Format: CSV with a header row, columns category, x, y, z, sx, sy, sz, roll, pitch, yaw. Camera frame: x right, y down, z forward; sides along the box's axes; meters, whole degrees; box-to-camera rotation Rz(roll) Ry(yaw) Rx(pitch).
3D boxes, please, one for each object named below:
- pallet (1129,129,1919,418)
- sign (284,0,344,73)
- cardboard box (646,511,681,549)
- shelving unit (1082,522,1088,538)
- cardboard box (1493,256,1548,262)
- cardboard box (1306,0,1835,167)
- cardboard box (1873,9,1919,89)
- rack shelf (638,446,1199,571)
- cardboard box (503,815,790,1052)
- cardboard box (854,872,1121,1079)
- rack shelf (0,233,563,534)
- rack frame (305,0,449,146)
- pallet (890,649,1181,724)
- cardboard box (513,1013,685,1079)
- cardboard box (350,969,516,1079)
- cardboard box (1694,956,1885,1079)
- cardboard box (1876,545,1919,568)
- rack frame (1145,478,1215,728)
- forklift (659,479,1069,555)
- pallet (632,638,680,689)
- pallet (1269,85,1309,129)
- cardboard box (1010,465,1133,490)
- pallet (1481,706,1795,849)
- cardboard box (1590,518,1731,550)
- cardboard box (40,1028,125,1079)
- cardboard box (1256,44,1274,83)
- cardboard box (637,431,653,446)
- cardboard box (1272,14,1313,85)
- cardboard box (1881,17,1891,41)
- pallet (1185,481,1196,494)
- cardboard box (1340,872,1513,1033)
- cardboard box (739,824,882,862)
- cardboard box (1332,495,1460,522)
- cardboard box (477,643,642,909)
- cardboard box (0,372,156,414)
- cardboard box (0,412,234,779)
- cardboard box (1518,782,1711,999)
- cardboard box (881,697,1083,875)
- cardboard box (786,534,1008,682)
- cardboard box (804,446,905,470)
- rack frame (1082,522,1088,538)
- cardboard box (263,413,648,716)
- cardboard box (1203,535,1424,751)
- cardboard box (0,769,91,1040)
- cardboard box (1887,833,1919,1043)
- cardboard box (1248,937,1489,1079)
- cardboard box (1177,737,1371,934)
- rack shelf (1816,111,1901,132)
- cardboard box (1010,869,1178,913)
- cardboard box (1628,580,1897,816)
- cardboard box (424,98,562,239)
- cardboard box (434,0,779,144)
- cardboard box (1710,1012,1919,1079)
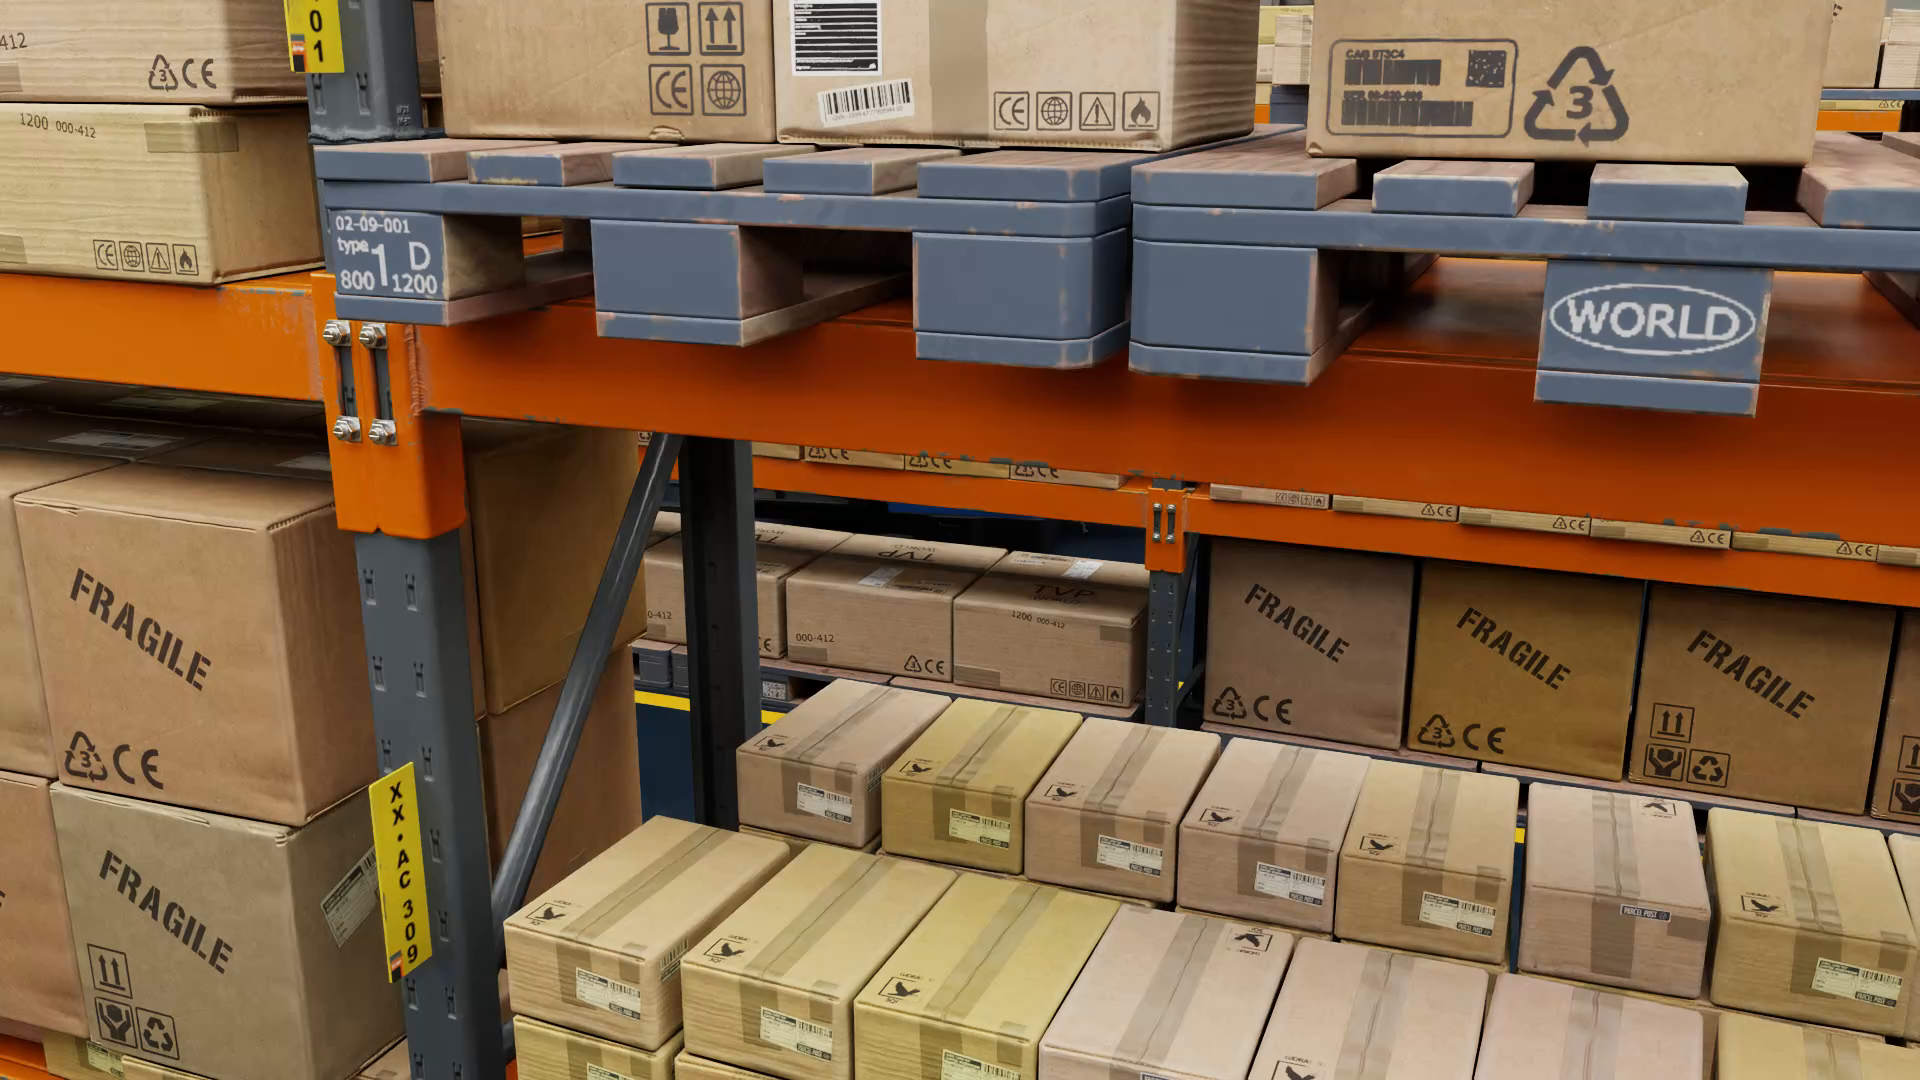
category,x,y,z,sx,sy,sz,roll,pitch,yaw
pallet,0.852,-0.378,2.052,1.003,0.211,1.213,6,17,21
sign,-0.841,-0.771,2.141,0.005,0.325,0.100,6,17,21
cardboard box,-1.997,0.143,9.142,0.875,0.438,0.875,6,17,19
shelving unit,0.985,-1.053,11.444,0.503,2.100,0.431,-3,-27,-7
cardboard box,2.529,-0.957,7.119,0.500,0.500,0.500,7,18,22
cardboard box,0.740,-0.723,1.966,0.637,0.503,0.797,6,17,20
cardboard box,3.385,-1.736,5.882,0.258,0.266,0.396,6,17,19
rack shelf,-0.787,-0.377,8.382,4.000,0.370,1.077,6,17,21
cardboard box,-0.451,0.569,2.463,0.250,0.149,0.380,7,18,23
cardboard box,0.048,0.623,2.278,0.250,0.149,0.380,6,17,21
rack shelf,-2.510,-0.523,3.506,4.000,0.370,1.077,6,17,21
rack frame,-0.649,-2.105,2.283,0.127,3.000,1.000,6,17,21
pallet,0.394,0.723,8.304,1.213,0.211,1.003,6,17,21
cardboard box,-0.451,0.712,2.504,0.250,0.149,0.380,7,17,22
cardboard box,-1.001,0.928,3.046,0.250,0.149,0.380,6,17,20
cardboard box,1.245,0.702,2.539,0.250,0.149,0.380,7,18,23
cardboard box,3.747,-0.069,6.301,0.500,0.250,0.500,7,17,22
rack frame,1.073,-0.518,7.577,0.127,3.000,1.000,6,17,21
forklift,-0.812,-1.454,10.925,3.031,2.935,1.130,3,16,10
pallet,-1.875,0.474,9.163,1.213,0.211,1.003,6,17,21
pallet,1.944,-1.785,6.907,1.217,0.209,0.805,6,17,18
cardboard box,0.548,-0.547,7.498,0.500,0.500,0.500,6,17,21
pallet,2.957,1.005,7.333,1.213,0.211,1.003,6,17,21
cardboard box,2.800,-0.170,6.647,0.500,0.250,0.500,6,17,20
cardboard box,-1.507,0.888,3.187,0.250,0.149,0.380,7,18,23
cardboard box,2.350,-3.301,11.520,0.500,0.250,0.500,6,17,21
cardboard box,-1.359,-0.750,8.198,0.500,0.500,0.500,6,17,20
cardboard box,1.410,-1.954,6.630,0.258,0.266,0.396,6,17,20
cardboard box,5.712,-3.126,10.201,0.250,0.149,0.380,6,17,19
pallet,2.252,-0.537,12.644,1.213,0.211,1.003,6,17,21
cardboard box,0.766,0.649,2.723,0.250,0.149,0.380,5,17,18
cardboard box,-0.206,0.542,3.090,0.250,0.149,0.380,7,18,22
cardboard box,1.868,-0.280,7.026,0.500,0.250,0.500,6,17,19
cardboard box,-1.017,0.469,3.463,0.500,0.500,0.500,6,17,20
cardboard box,-1.925,-0.113,3.675,0.500,0.500,0.500,7,17,22
cardboard box,-1.668,0.076,3.026,0.500,0.500,0.500,6,17,19
cardboard box,1.008,0.534,2.586,0.250,0.149,0.380,5,17,18
cardboard box,0.046,0.427,2.952,0.250,0.149,0.380,6,17,19
cardboard box,-0.305,0.327,8.508,0.875,0.438,0.875,6,17,19
cardboard box,-0.406,-0.646,7.839,0.500,0.500,0.500,6,17,20
rack frame,0.743,-1.039,11.413,0.015,2.100,0.400,-3,-27,-7
cardboard box,-0.979,-0.004,3.301,0.500,0.500,0.500,7,17,22
cardboard box,1.679,0.344,7.668,0.875,0.875,0.875,7,18,22
cardboard box,-1.685,0.556,3.166,0.500,0.500,0.500,6,17,19
cardboard box,1.490,0.587,2.401,0.250,0.149,0.380,7,18,22
cardboard box,0.517,0.675,2.098,0.250,0.149,0.380,6,17,20
cardboard box,0.530,0.481,2.767,0.250,0.149,0.380,6,17,20
rack shelf,4.751,-2.696,10.990,4.000,0.370,1.077,6,17,21
cardboard box,0.269,0.595,2.909,0.250,0.149,0.380,7,18,23
cardboard box,3.354,0.526,7.041,0.875,0.875,0.875,7,17,21
cardboard box,-0.983,-0.708,3.121,0.500,0.250,0.500,7,18,23
cardboard box,-0.337,-0.847,2.397,0.500,0.500,0.700,6,17,21
cardboard box,1.004,0.728,1.916,0.250,0.149,0.380,7,18,22
